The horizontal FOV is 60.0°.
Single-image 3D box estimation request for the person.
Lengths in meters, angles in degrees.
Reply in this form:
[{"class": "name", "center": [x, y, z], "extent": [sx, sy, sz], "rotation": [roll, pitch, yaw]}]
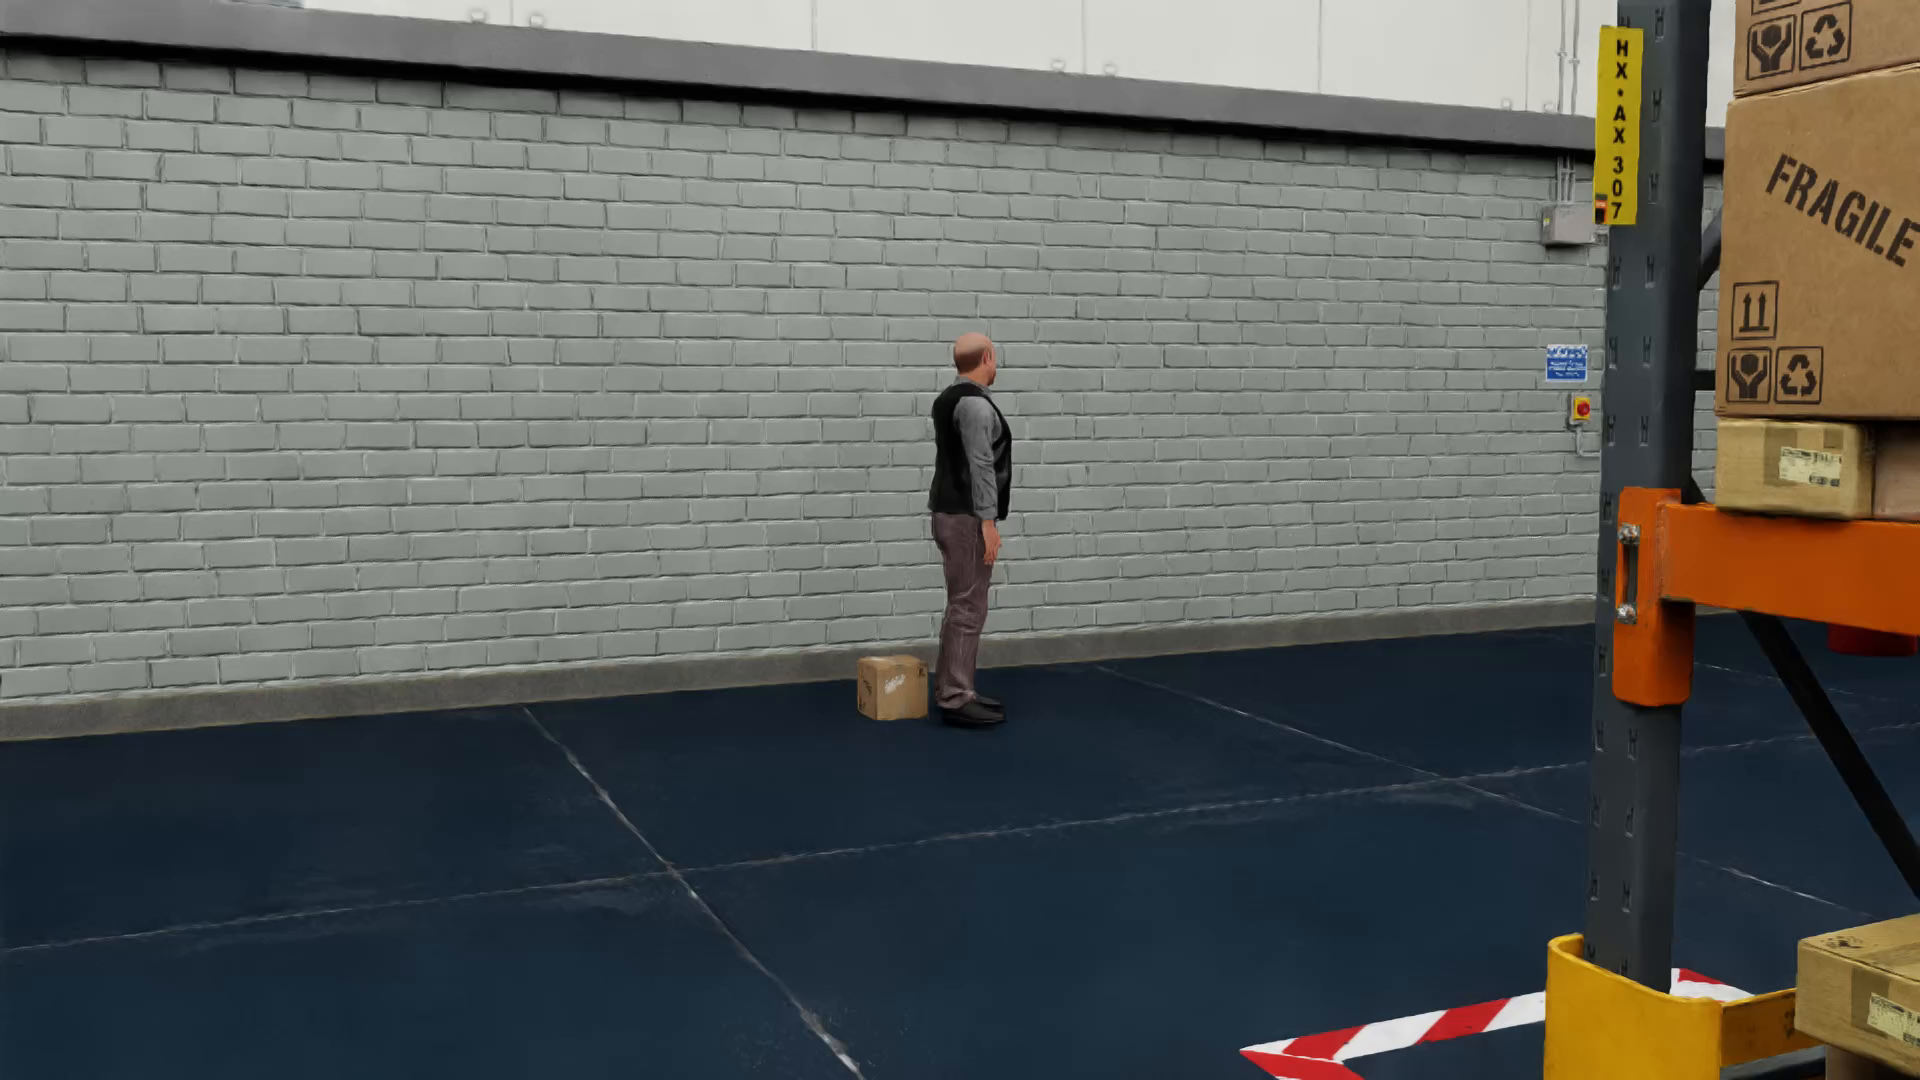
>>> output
[{"class": "person", "center": [0.045, -0.062, 7.427], "extent": [0.365, 1.728, 0.594], "rotation": [-1, 5, -8]}]
